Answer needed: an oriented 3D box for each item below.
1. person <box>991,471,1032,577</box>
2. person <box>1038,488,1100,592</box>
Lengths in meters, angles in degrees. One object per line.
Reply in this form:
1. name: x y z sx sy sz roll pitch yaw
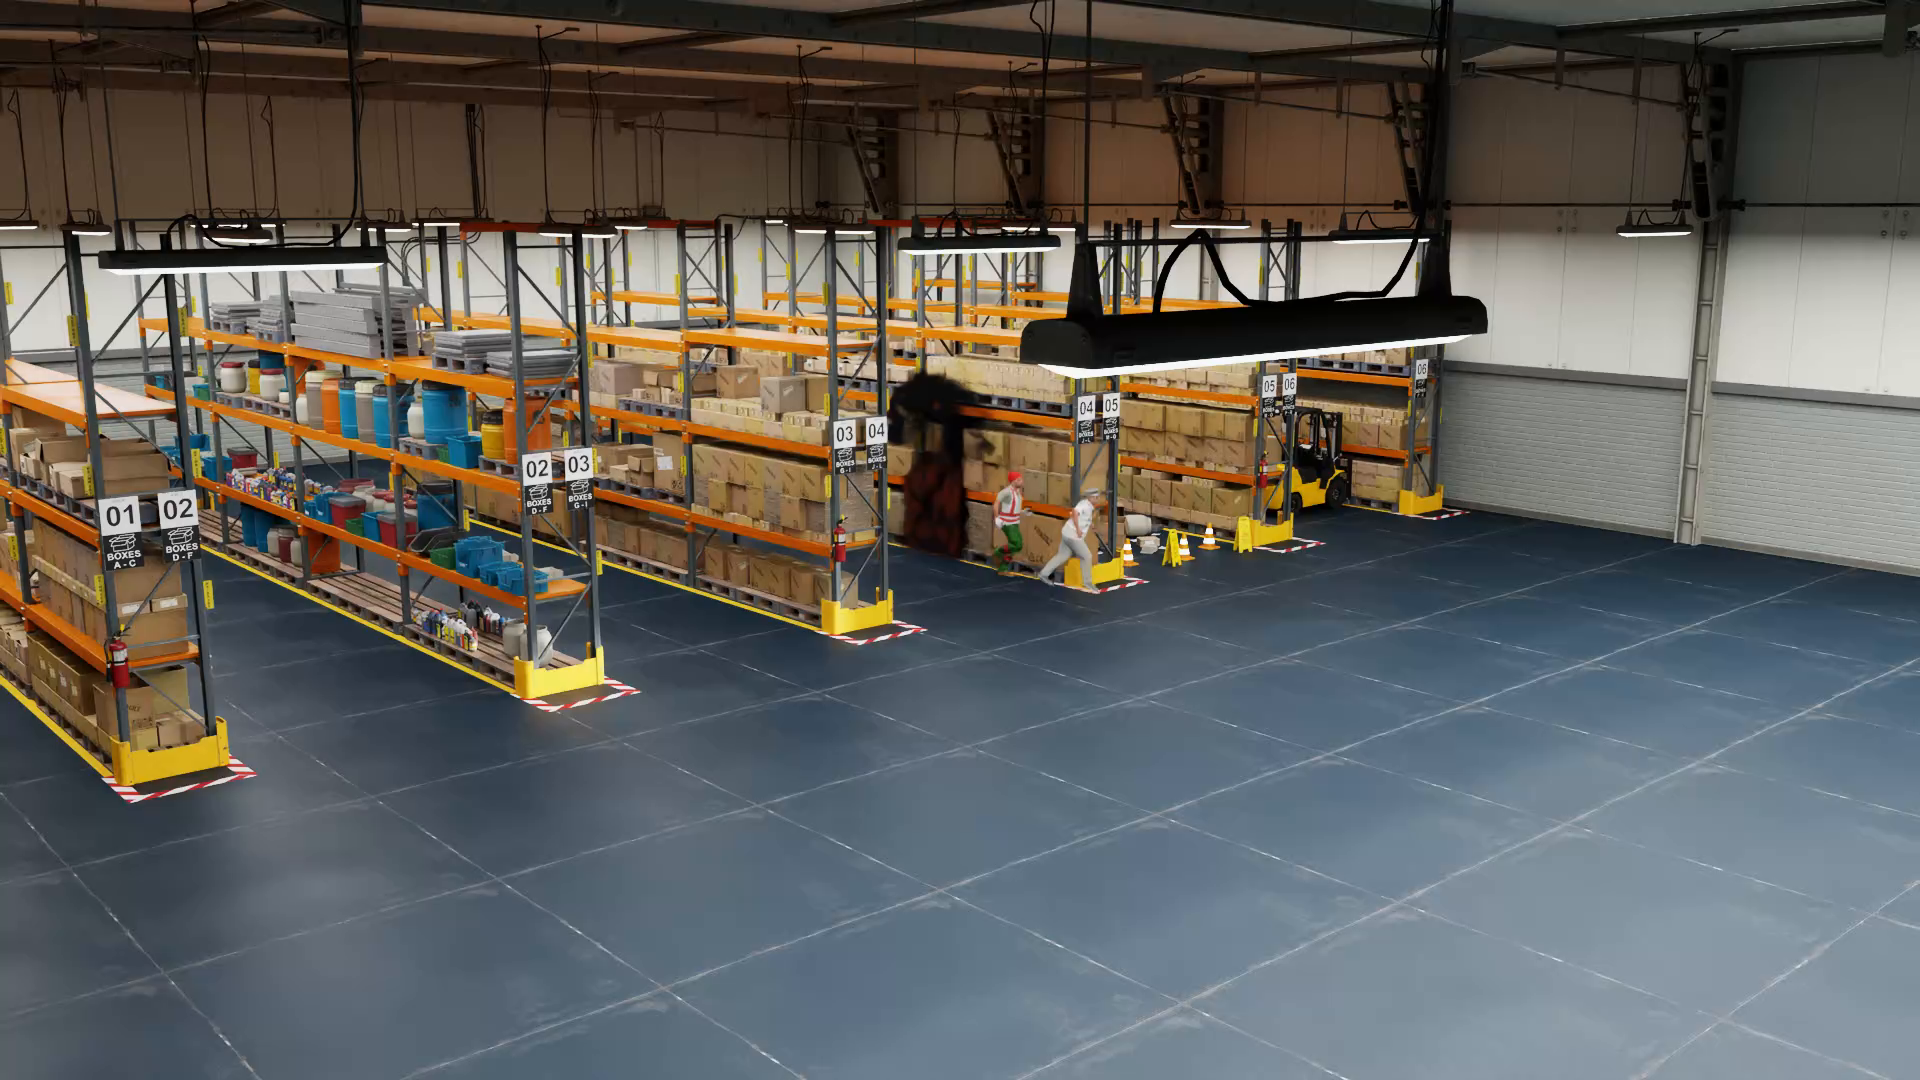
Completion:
1. person: 0.851 -0.257 27.324 0.638 1.756 0.660 5 13 24
2. person: 1.774 0.013 27.042 1.018 1.729 0.705 0 11 0
